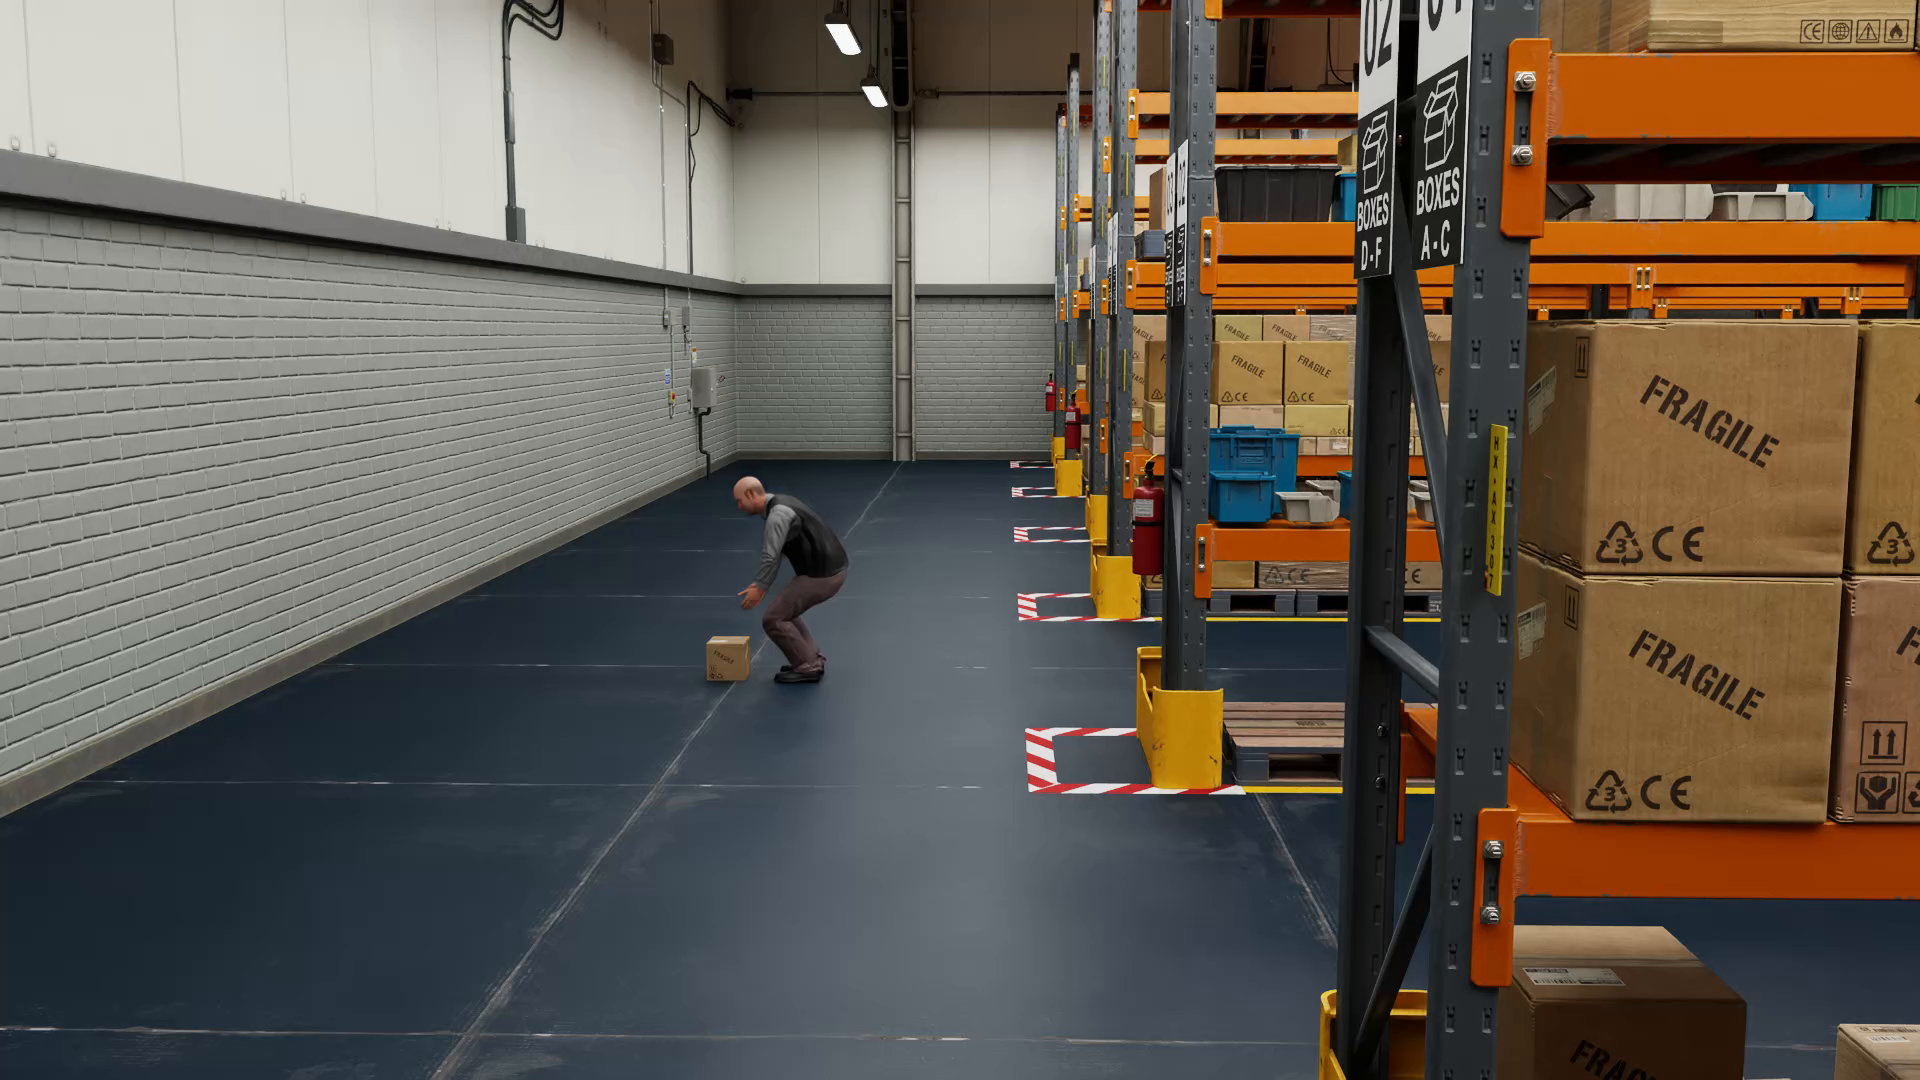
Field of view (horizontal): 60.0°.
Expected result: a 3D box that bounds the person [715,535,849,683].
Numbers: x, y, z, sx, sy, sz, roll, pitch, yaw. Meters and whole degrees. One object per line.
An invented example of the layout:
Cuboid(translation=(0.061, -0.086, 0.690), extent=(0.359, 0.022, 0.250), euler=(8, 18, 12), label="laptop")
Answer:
Cuboid(translation=(-1.167, 0.440, 10.930), extent=(0.864, 0.962, 0.544), euler=(0, 7, 1), label="person")
